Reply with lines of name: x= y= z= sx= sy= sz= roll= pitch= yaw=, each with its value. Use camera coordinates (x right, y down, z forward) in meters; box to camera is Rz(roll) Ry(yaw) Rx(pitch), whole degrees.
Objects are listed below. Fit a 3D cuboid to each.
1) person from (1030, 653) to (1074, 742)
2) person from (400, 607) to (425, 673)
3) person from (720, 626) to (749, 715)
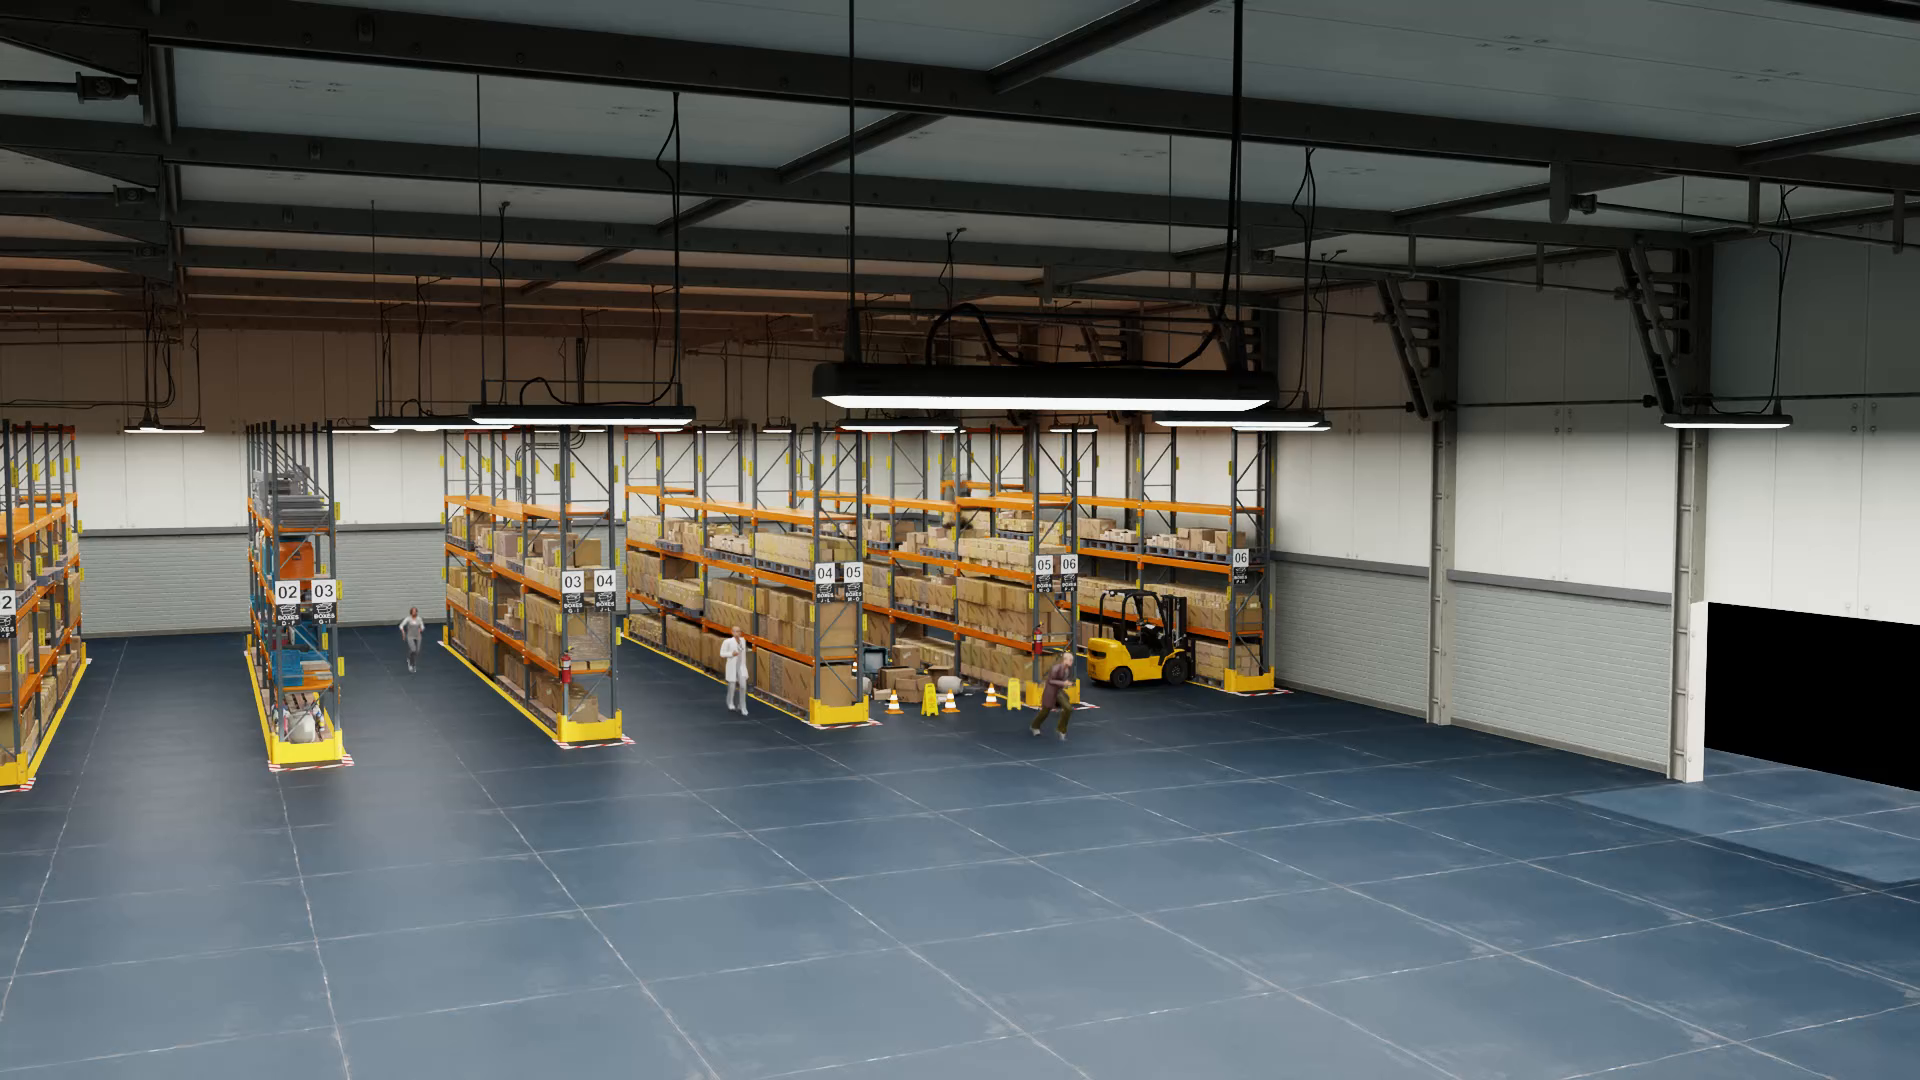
person: x=1.765 y=2.955 z=31.384 sx=1.070 sy=1.728 sz=0.752 roll=3 pitch=5 yaw=40
person: x=-13.177 y=2.420 z=40.117 sx=0.506 sy=1.578 sz=0.662 roll=-3 pitch=5 yaw=-38
person: x=-4.669 y=2.700 z=34.353 sx=0.668 sy=1.855 sz=0.861 roll=-2 pitch=4 yaw=-30
